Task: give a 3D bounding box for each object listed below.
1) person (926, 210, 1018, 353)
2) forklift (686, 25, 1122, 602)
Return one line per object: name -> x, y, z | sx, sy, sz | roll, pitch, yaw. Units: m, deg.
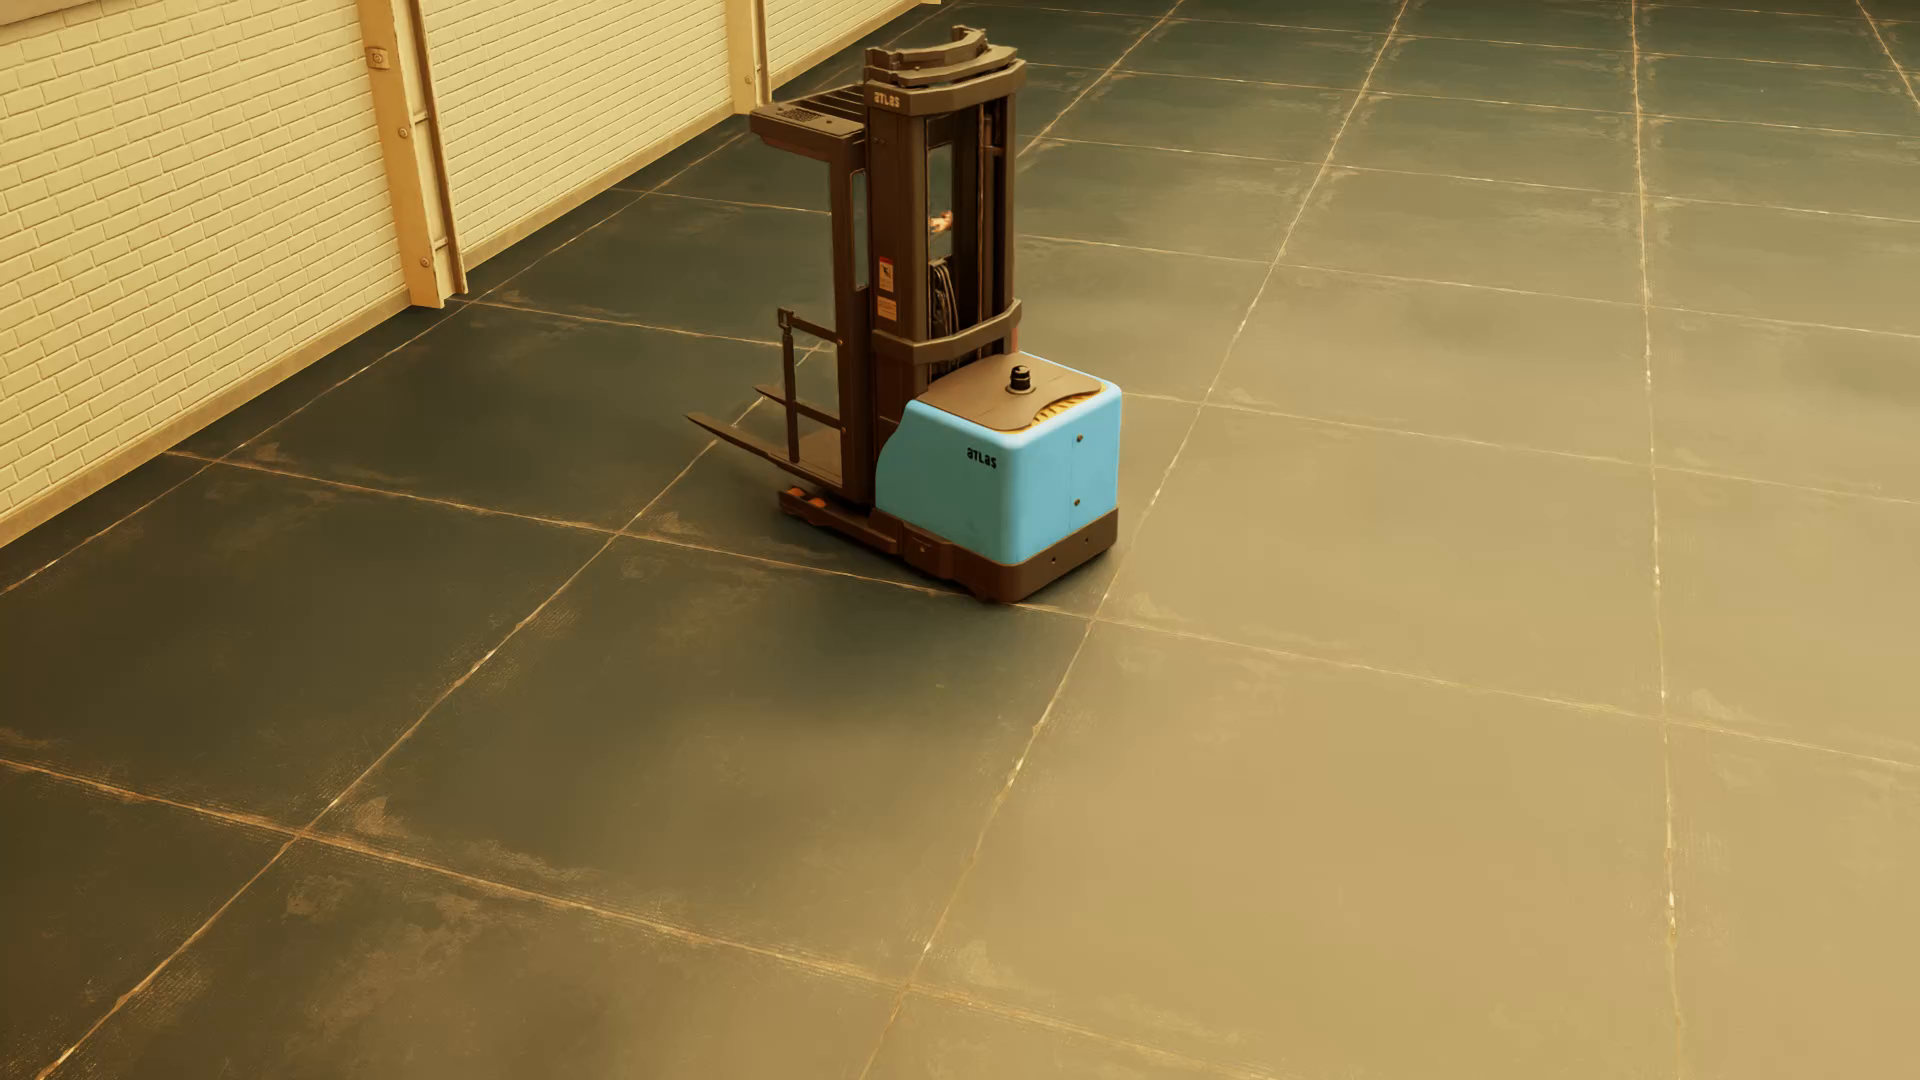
person -> -0.071, -1.602, 11.430 | 0.958, 1.478, 1.052 | -4, 30, -7
forklift -> -0.489, -1.534, 9.828 | 3.031, 2.935, 1.130 | 24, 38, 36
